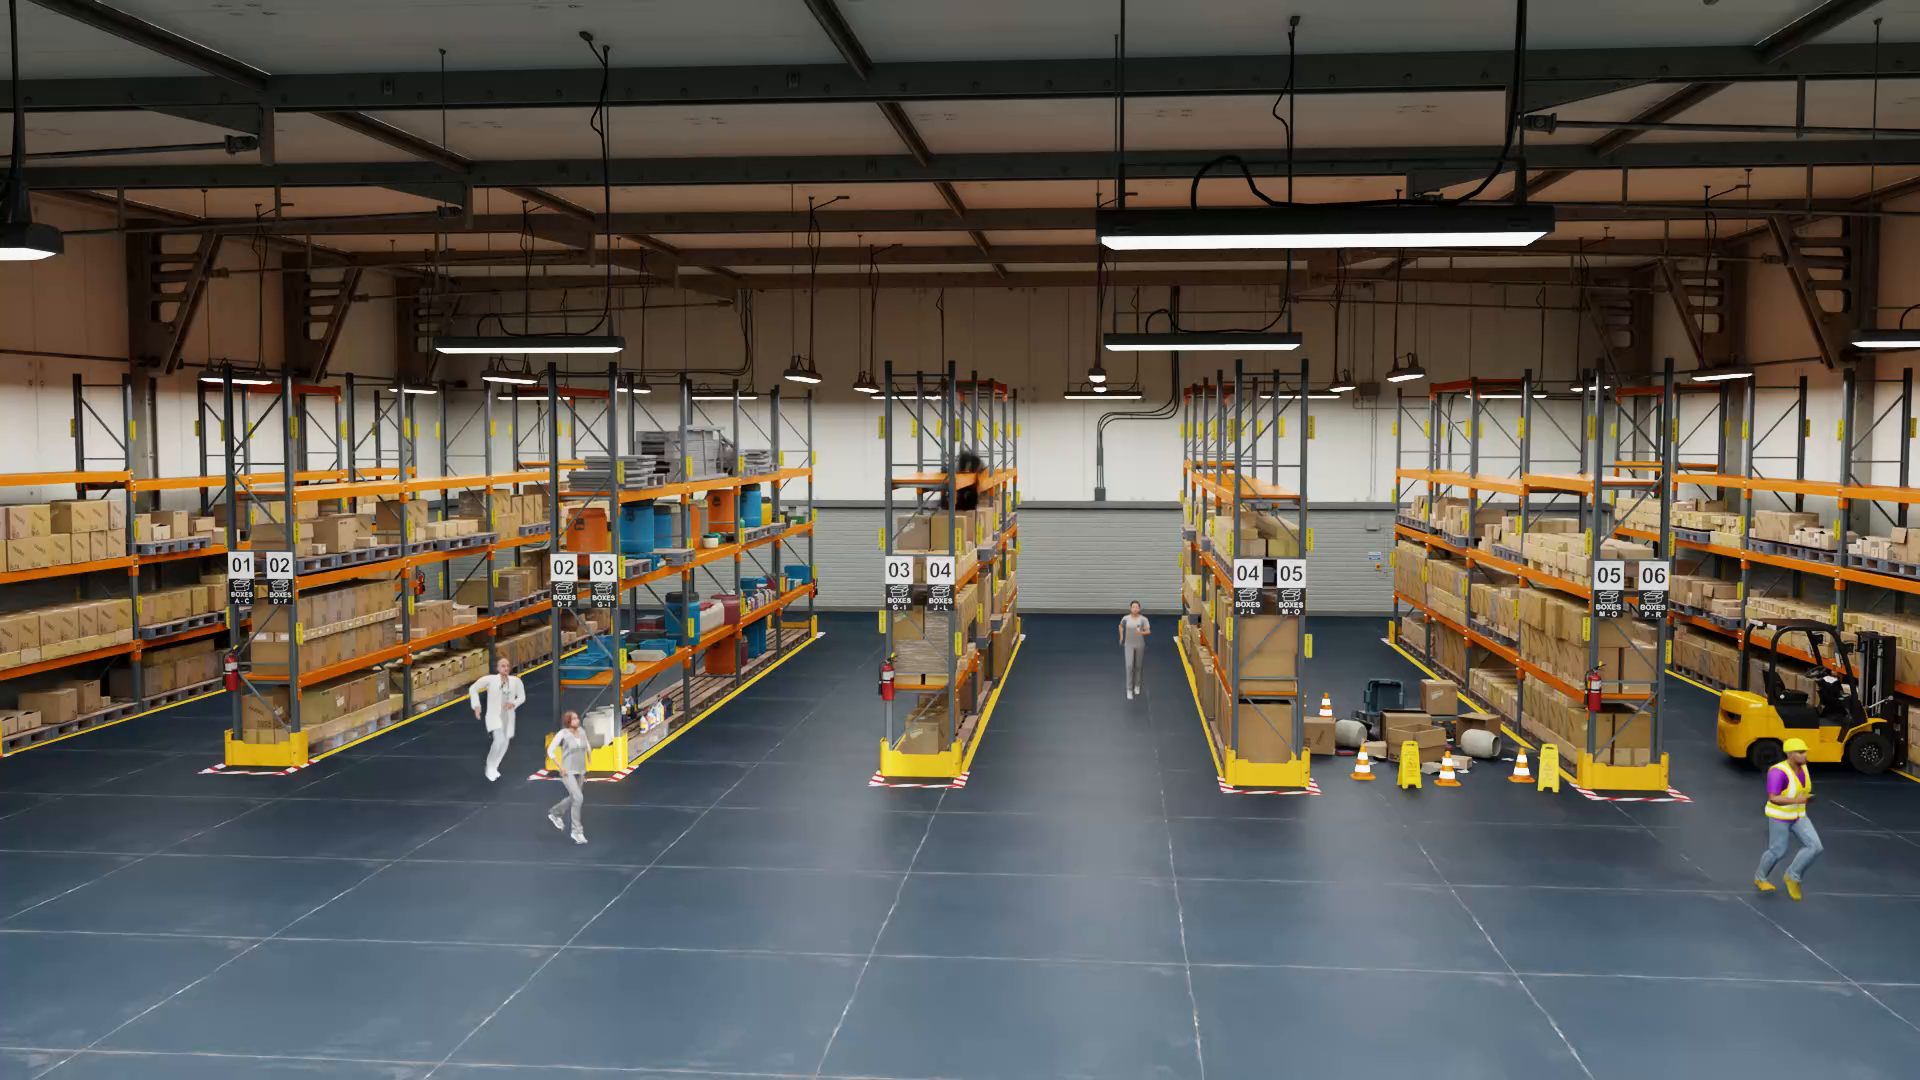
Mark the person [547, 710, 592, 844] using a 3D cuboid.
[{"bbox_3d":[-4.780,2.875,20.347,0.717,1.628,0.564,3,5,38],"label":"person"}]

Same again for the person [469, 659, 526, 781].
[{"bbox_3d":[-6.572,2.606,23.785,0.717,1.644,0.666,-3,5,-40],"label":"person"}]

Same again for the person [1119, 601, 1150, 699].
[{"bbox_3d":[3.093,1.932,29.483,0.553,1.664,0.851,0,4,7],"label":"person"}]

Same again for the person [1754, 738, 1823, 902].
[{"bbox_3d":[8.820,2.958,17.692,0.733,1.748,0.804,-2,4,-24],"label":"person"}]
